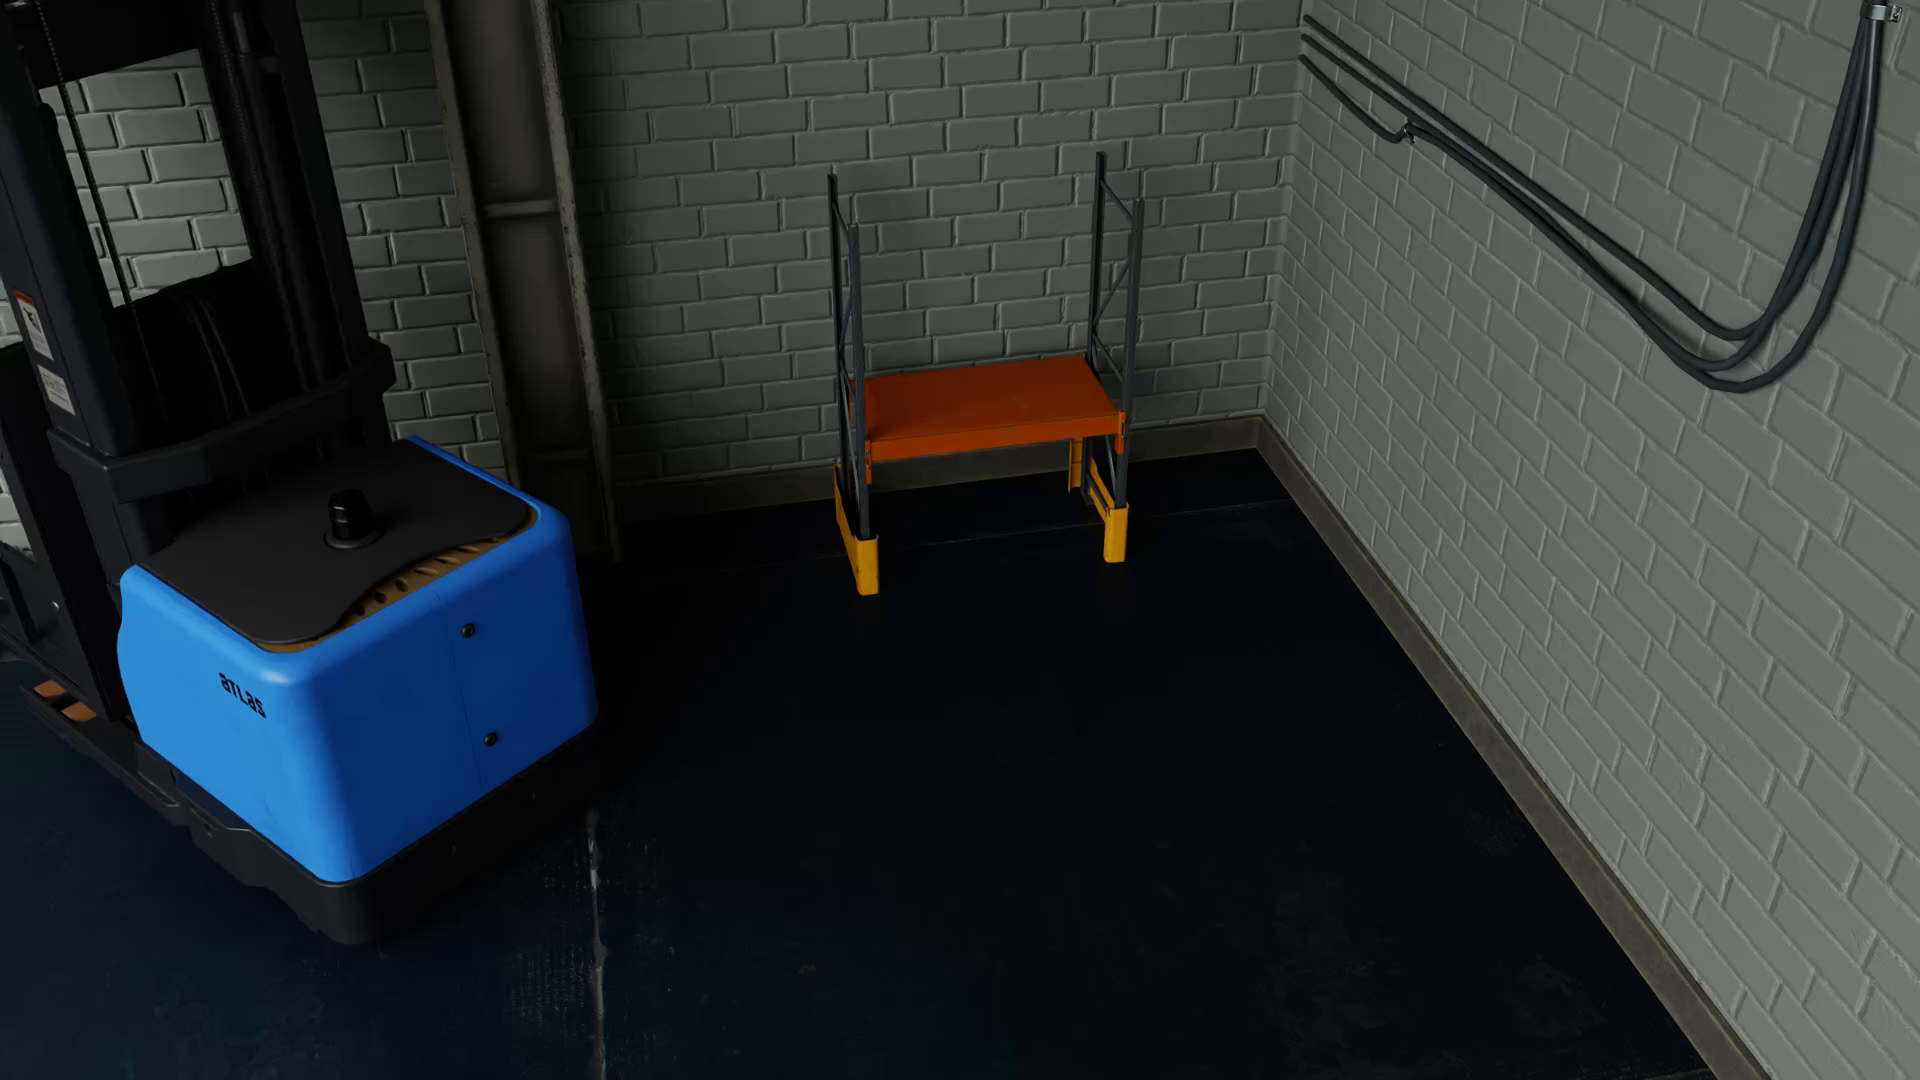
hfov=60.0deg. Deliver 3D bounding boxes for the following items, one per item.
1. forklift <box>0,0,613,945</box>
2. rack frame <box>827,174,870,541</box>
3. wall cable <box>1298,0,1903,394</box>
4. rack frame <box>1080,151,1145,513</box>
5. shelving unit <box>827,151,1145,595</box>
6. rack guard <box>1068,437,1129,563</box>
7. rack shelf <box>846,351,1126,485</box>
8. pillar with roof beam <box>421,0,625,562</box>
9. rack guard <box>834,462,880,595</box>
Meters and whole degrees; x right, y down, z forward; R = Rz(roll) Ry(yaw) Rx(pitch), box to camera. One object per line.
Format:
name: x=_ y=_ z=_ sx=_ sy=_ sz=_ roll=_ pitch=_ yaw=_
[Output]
forklift: x=-2.615 y=-0.705 z=5.171 sx=3.031 sy=2.935 sz=1.130 roll=24 pitch=41 yaw=31
rack frame: x=-0.413 y=-0.571 z=6.255 sx=0.032 sy=1.500 sz=0.500 roll=-7 pitch=35 yaw=-11
wall cable: x=1.601 y=-2.071 z=4.547 sx=0.112 sy=2.526 sz=3.097 roll=-7 pitch=35 yaw=-11
rack frame: x=0.579 y=-0.696 z=6.441 sx=0.032 sy=1.500 sz=0.500 roll=-7 pitch=35 yaw=-11
shelving unit: x=0.074 y=-0.632 z=6.346 sx=1.083 sy=1.500 sz=0.587 roll=-7 pitch=35 yaw=-11
rack guard: x=0.560 y=-0.174 z=6.786 sx=0.087 sy=0.250 sz=0.587 roll=-7 pitch=35 yaw=-11
rack shelf: x=0.083 y=-0.484 z=6.448 sx=1.000 sy=0.185 sz=0.538 roll=-7 pitch=35 yaw=-11
pillar with roof beam: x=-0.614 y=-1.377 z=0.726 sx=0.400 sy=9.000 sz=9.100 roll=-7 pitch=35 yaw=-11
rack guard: x=-0.411 y=-0.052 z=6.603 sx=0.087 sy=0.250 sz=0.587 roll=-7 pitch=35 yaw=-11
